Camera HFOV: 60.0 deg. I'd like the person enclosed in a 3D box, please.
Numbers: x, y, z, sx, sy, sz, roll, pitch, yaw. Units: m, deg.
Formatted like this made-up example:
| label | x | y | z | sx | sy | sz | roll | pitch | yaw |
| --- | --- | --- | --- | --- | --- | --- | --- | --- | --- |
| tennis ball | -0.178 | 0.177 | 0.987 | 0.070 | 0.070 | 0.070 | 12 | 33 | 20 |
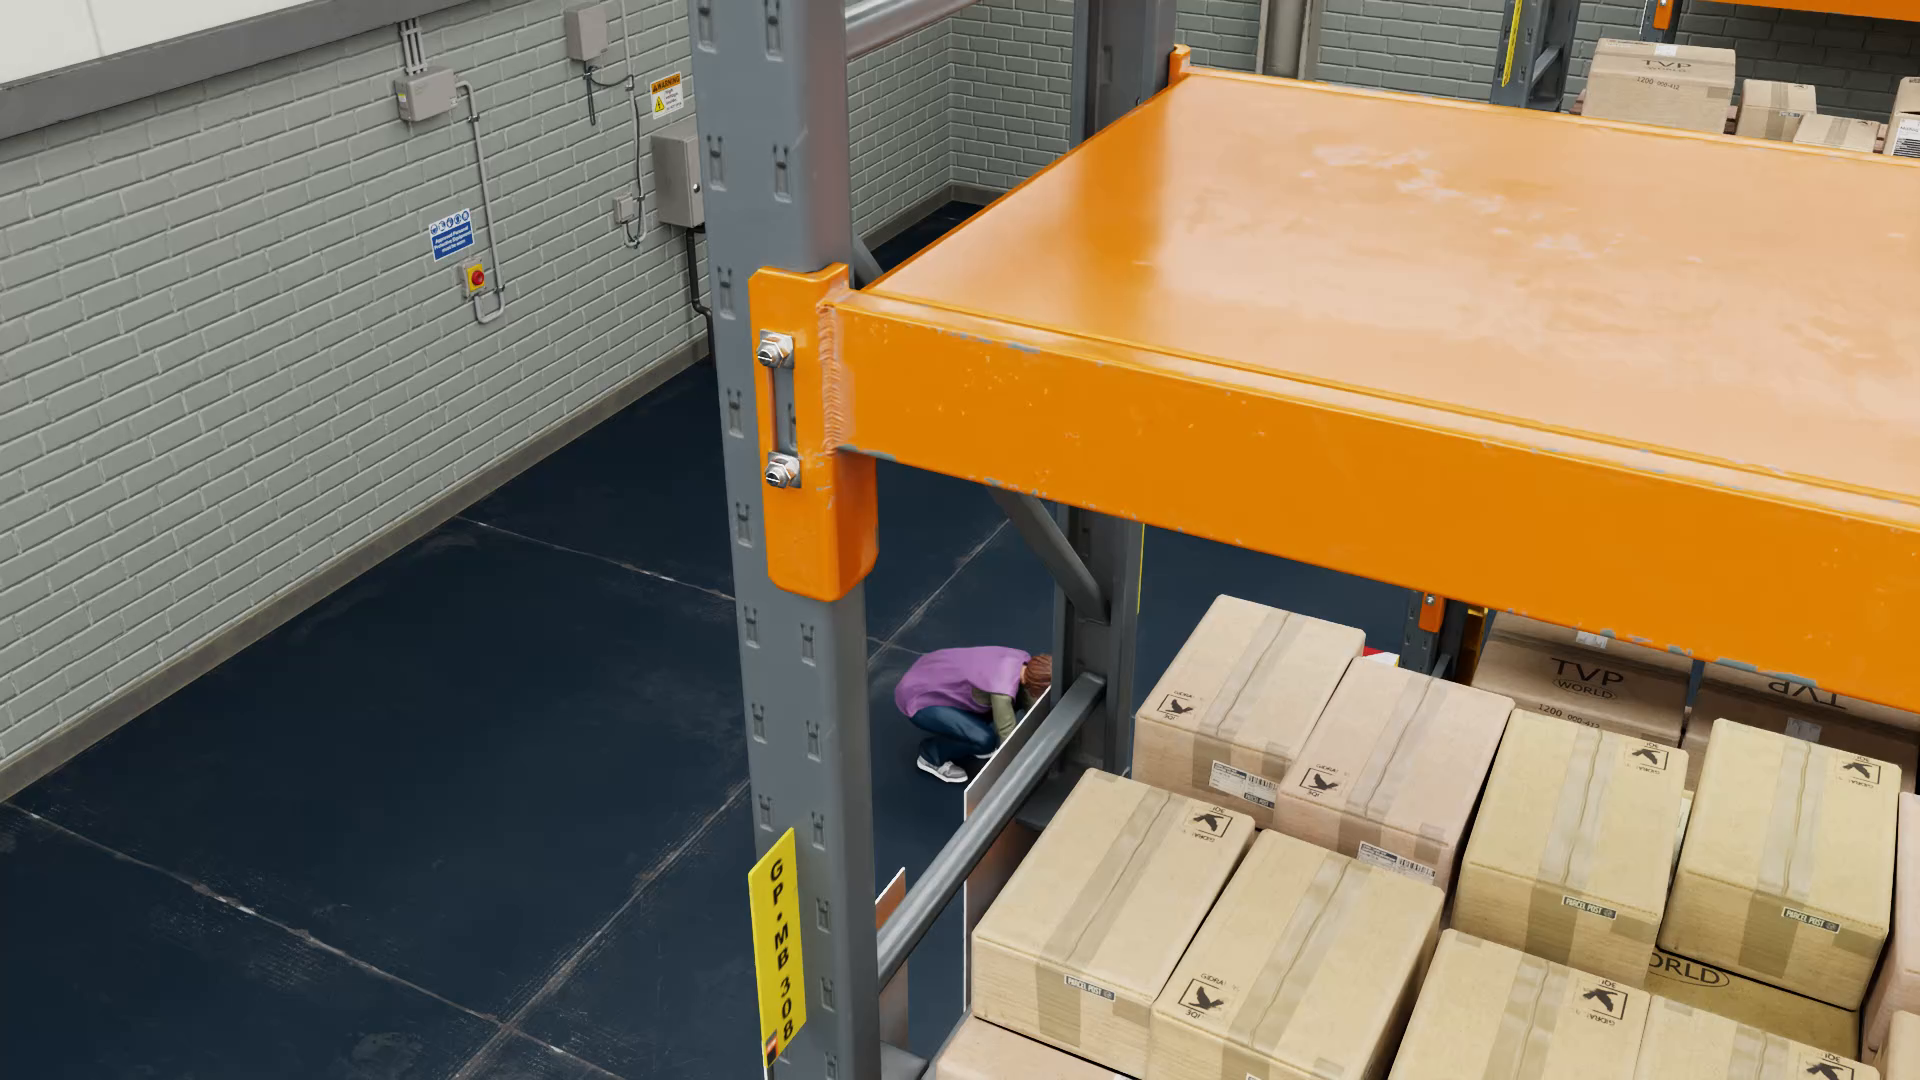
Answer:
| label | x | y | z | sx | sy | sz | roll | pitch | yaw |
| --- | --- | --- | --- | --- | --- | --- | --- | --- | --- |
| person | 0.101 | 0.823 | 7.723 | 0.832 | 0.746 | 0.430 | 14 | 33 | 23 |
